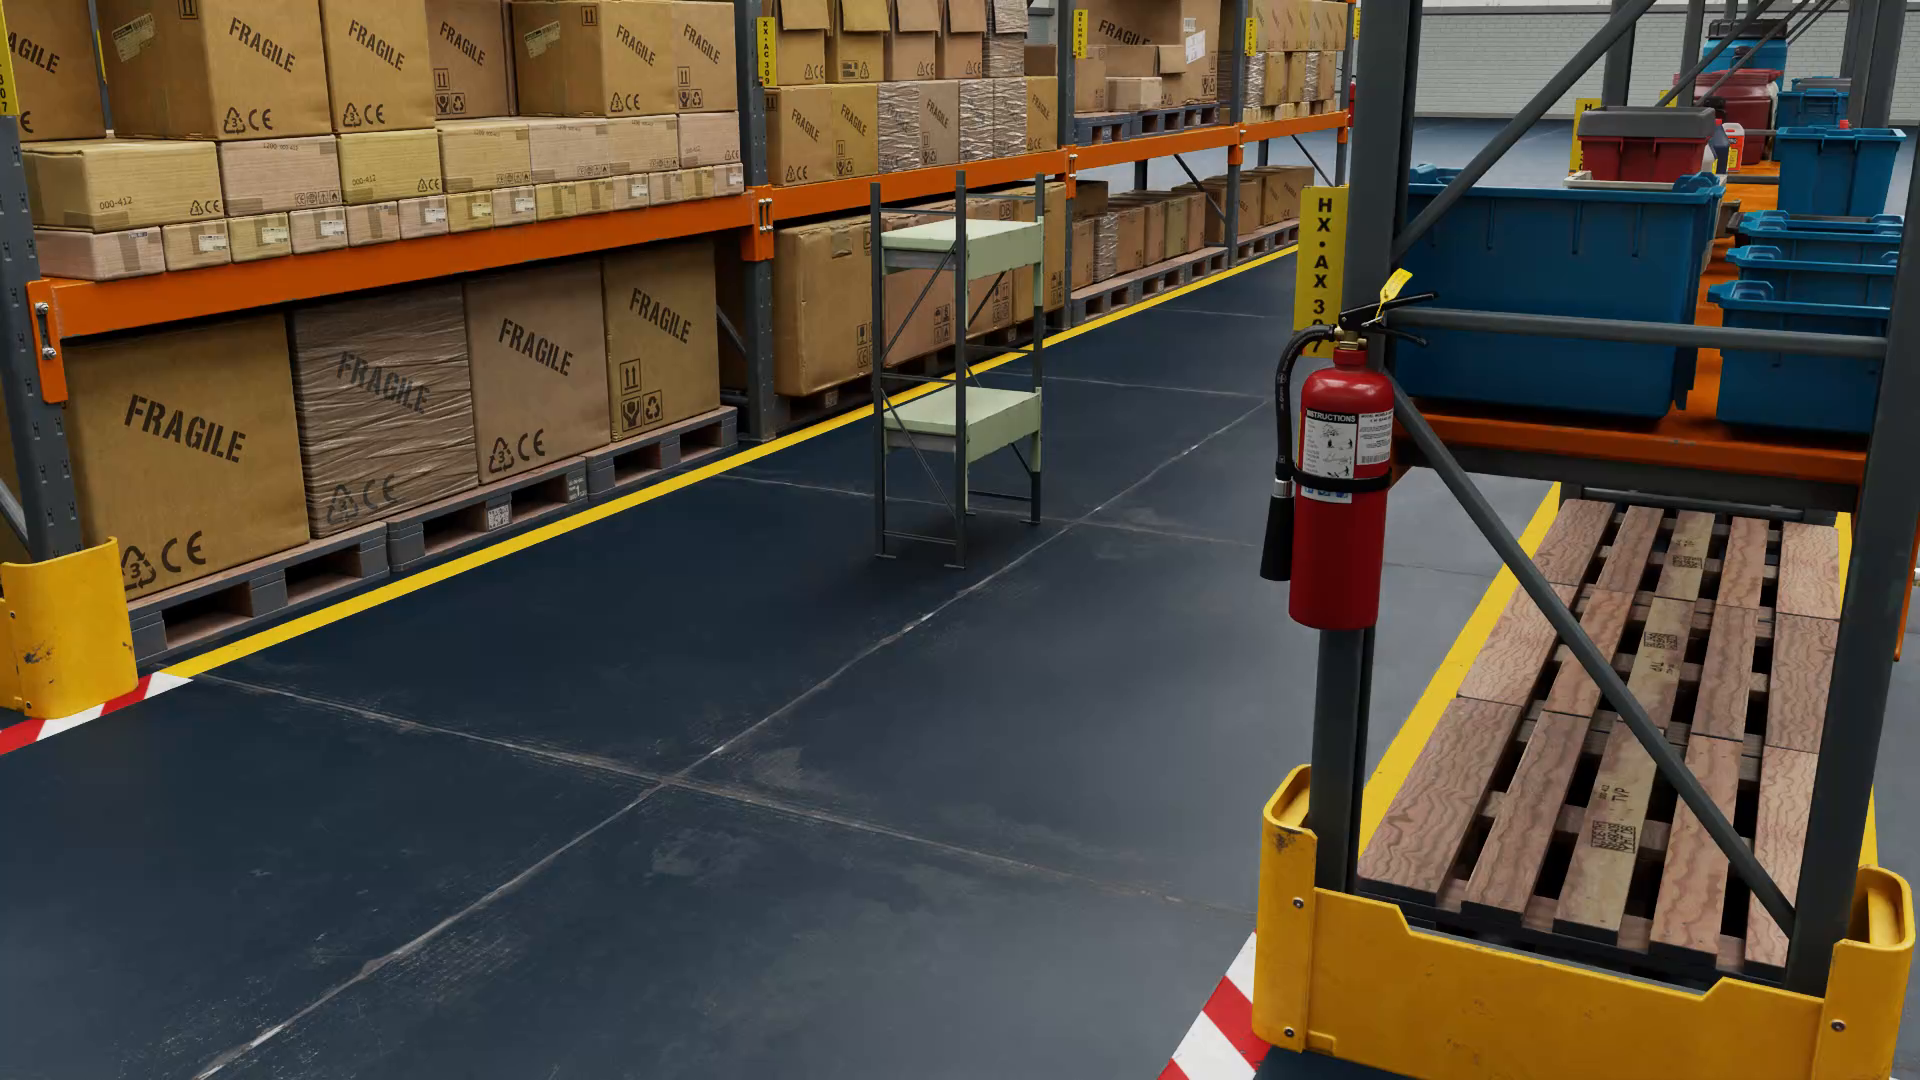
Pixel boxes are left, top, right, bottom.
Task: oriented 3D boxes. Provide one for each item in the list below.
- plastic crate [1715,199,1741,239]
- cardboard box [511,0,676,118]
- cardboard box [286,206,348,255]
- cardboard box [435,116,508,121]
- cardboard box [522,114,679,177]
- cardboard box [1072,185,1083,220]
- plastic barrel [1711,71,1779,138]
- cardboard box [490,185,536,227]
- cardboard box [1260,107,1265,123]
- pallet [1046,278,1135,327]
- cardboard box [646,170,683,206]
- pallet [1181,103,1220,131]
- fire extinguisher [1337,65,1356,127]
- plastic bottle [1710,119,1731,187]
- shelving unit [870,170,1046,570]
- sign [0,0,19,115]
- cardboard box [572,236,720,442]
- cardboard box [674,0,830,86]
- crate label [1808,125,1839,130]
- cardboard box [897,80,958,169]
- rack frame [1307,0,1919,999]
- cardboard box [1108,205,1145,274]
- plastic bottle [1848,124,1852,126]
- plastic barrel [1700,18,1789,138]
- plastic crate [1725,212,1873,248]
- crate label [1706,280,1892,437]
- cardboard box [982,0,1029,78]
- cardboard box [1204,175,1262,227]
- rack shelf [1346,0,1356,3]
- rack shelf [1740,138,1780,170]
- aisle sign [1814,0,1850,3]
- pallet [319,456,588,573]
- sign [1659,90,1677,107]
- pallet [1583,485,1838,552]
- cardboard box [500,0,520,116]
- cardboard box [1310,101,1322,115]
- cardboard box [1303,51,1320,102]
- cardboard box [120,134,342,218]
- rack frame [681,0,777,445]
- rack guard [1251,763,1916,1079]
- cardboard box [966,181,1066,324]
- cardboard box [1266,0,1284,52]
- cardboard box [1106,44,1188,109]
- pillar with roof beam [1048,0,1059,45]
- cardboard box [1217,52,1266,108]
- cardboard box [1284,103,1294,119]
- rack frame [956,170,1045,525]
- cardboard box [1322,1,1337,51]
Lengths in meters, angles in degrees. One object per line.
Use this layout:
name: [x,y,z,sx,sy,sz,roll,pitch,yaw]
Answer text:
plastic crate: [2.647,-1.189,6.118,0.396,0.136,0.243,8,18,25]
cardboard box: [-1.642,-2.169,7.484,0.500,0.500,0.500,8,18,26]
cardboard box: [-2.439,-1.124,5.981,0.380,0.149,0.250,8,18,25]
cardboard box: [-2.345,-1.743,7.365,0.500,0.250,0.500,9,19,27]
cardboard box: [-1.640,-1.810,7.591,0.500,0.250,0.500,9,19,27]
cardboard box: [0.612,-2.583,12.752,0.500,0.250,0.500,9,19,28]
plastic barrel: [5.413,-2.977,11.541,0.433,0.535,0.433,0,17,0]
cardboard box: [-1.980,-1.385,6.862,0.380,0.149,0.250,8,19,26]
cardboard box: [2.702,-4.080,15.935,0.380,0.149,0.250,8,18,25]
pallet: [0.690,-1.898,13.045,1.003,0.211,1.213,8,18,25]
cardboard box: [-1.521,-1.647,7.741,0.380,0.149,0.250,8,18,24]
pallet: [1.655,-3.787,14.843,1.003,0.211,1.213,8,18,25]
fire extinguisher: [4.377,-5.007,18.751,0.296,0.674,0.183,8,18,25]
plastic bottle: [3.789,-1.935,8.357,0.144,0.351,0.185,8,18,25]
shelving unit: [0.003,-0.721,6.817,0.431,1.500,0.755,8,18,25]
sign: [-2.742,-1.379,4.740,0.100,0.325,0.005,8,18,25]
cardboard box: [-1.815,-1.042,8.259,0.875,0.875,0.875,8,18,25]
cardboard box: [-1.170,-2.710,8.942,0.797,0.503,0.637,8,18,24]
crate label: [5.294,-2.385,10.081,0.303,0.233,0.416,8,18,25]
cardboard box: [-0.345,-2.538,10.127,0.500,0.500,0.500,8,19,26]
rack frame: [1.196,-0.368,2.996,1.000,3.000,0.127,8,18,25]
cardboard box: [1.104,-2.510,13.825,0.700,0.500,0.500,10,19,30]
plastic bottle: [4.971,-2.193,9.344,0.061,0.283,0.133,8,18,25]
plastic barrel: [6.114,-3.605,13.014,0.600,0.901,0.708,8,18,25]
plastic crate: [2.723,-0.965,5.382,0.437,0.125,0.590,8,18,25]
crate label: [1.600,-0.338,3.082,0.416,0.233,0.303,8,18,25]
cardboard box: [-0.002,-3.381,11.201,0.797,0.503,0.637,9,19,27]
cardboard box: [2.797,-3.470,17.091,0.500,0.500,0.500,6,18,20]
rack shelf: [3.020,-5.658,16.799,1.077,0.370,4.000,8,18,25]
rack shelf: [5.664,-2.571,11.674,1.077,0.370,4.000,8,18,25]
aisle sign: [8.643,-5.671,16.282,0.394,0.787,0.004,8,18,25]
pallet: [-2.402,-0.185,7.276,1.003,0.211,1.213,8,18,25]
sign: [4.275,-2.552,10.063,0.100,0.325,0.005,8,18,25]
pallet: [3.365,-0.242,7.467,1.003,0.211,1.213,8,18,25]
cardboard box: [-2.118,-2.234,7.700,0.500,0.500,0.500,8,18,25]
cardboard box: [3.668,-4.659,17.884,0.380,0.149,0.250,8,18,25]
cardboard box: [3.266,-4.863,17.432,0.875,0.500,0.500,8,18,25]
cardboard box: [-2.553,-1.290,5.841,0.500,0.250,0.500,8,18,25]
rack frame: [-1.448,-2.017,8.548,1.000,3.000,0.127,8,18,25]
rack guard: [1.196,0.838,3.326,1.175,0.500,0.348,8,18,25]
cardboard box: [0.012,-2.046,11.638,1.225,0.875,0.875,7,18,23]
cardboard box: [2.777,-4.935,15.916,0.500,0.500,0.500,8,18,25]
cardboard box: [1.435,-3.853,13.808,0.797,0.503,0.637,10,19,31]
pillar with roof beam: [6.745,-16.872,48.025,9.100,9.000,0.400,8,18,25]
cardboard box: [2.383,-4.352,15.712,0.875,0.500,0.500,8,18,25]
cardboard box: [3.150,-4.335,16.792,0.380,0.149,0.250,8,18,25]
rack frame: [0.167,-0.814,7.130,0.400,1.500,0.023,8,18,25]
cardboard box: [3.671,-5.444,17.631,0.500,0.500,0.500,8,18,25]
